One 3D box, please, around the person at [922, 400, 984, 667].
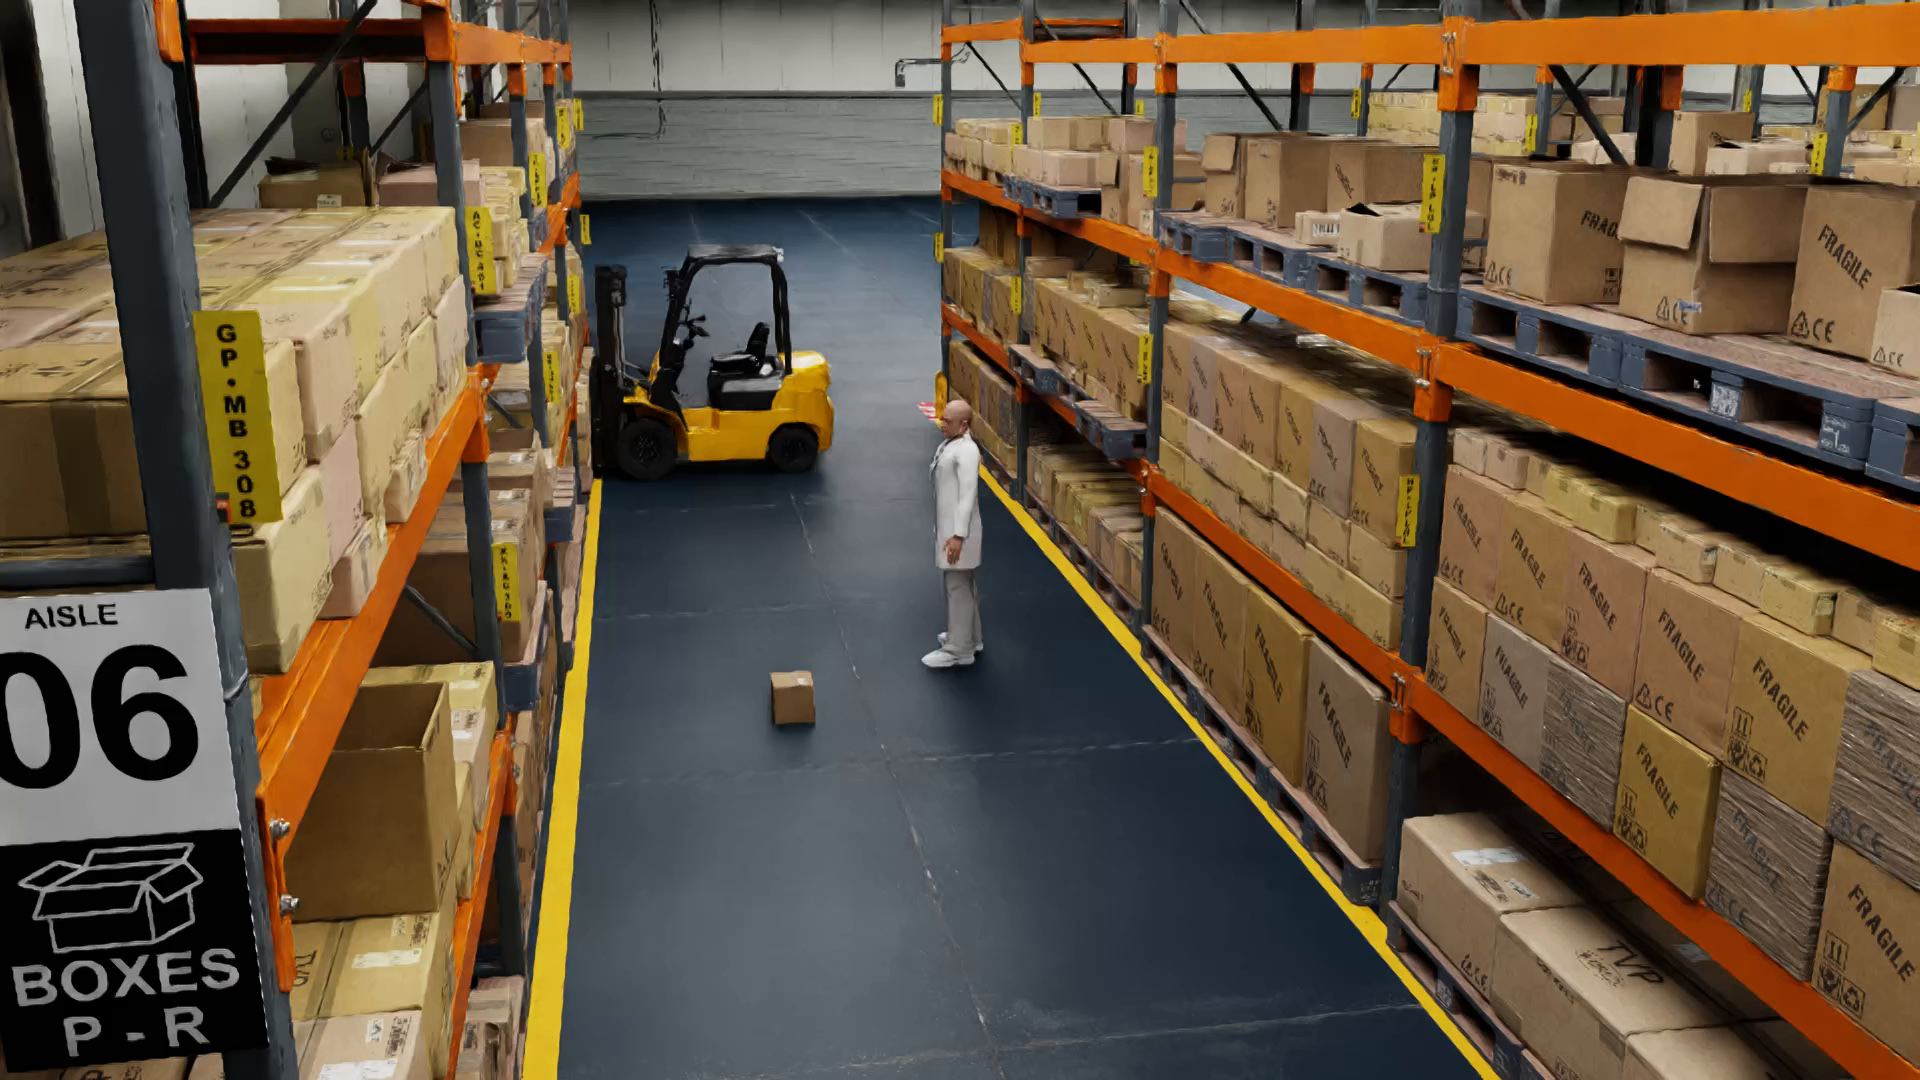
[{"bbox_3d":[-0.054,-0.002,11.156,0.460,1.676,0.681,-2,16,-7],"label":"person"}]
